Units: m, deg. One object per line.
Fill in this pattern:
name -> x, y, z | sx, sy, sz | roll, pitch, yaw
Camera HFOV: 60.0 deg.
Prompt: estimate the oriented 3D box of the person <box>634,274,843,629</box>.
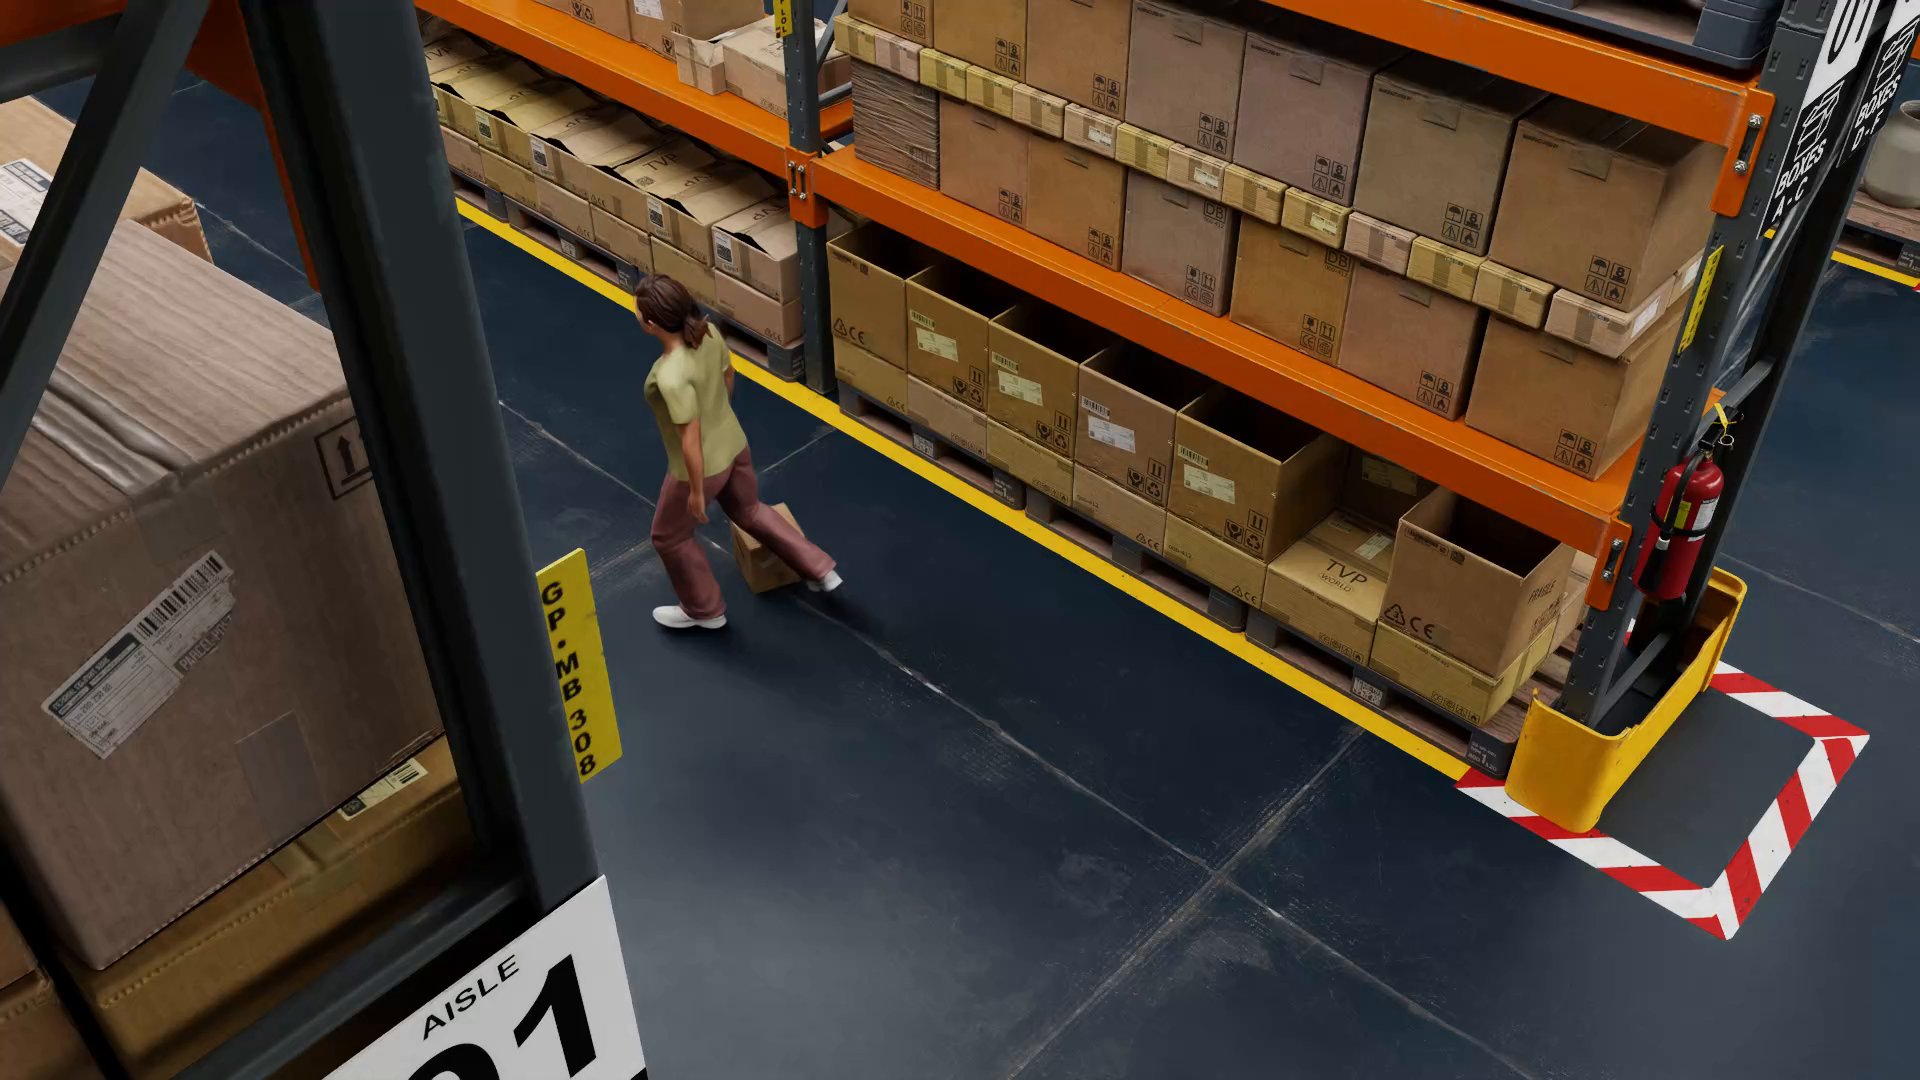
person -> -0.880, -0.302, 6.524 | 0.759, 1.633, 0.527 | 13, 41, 15
